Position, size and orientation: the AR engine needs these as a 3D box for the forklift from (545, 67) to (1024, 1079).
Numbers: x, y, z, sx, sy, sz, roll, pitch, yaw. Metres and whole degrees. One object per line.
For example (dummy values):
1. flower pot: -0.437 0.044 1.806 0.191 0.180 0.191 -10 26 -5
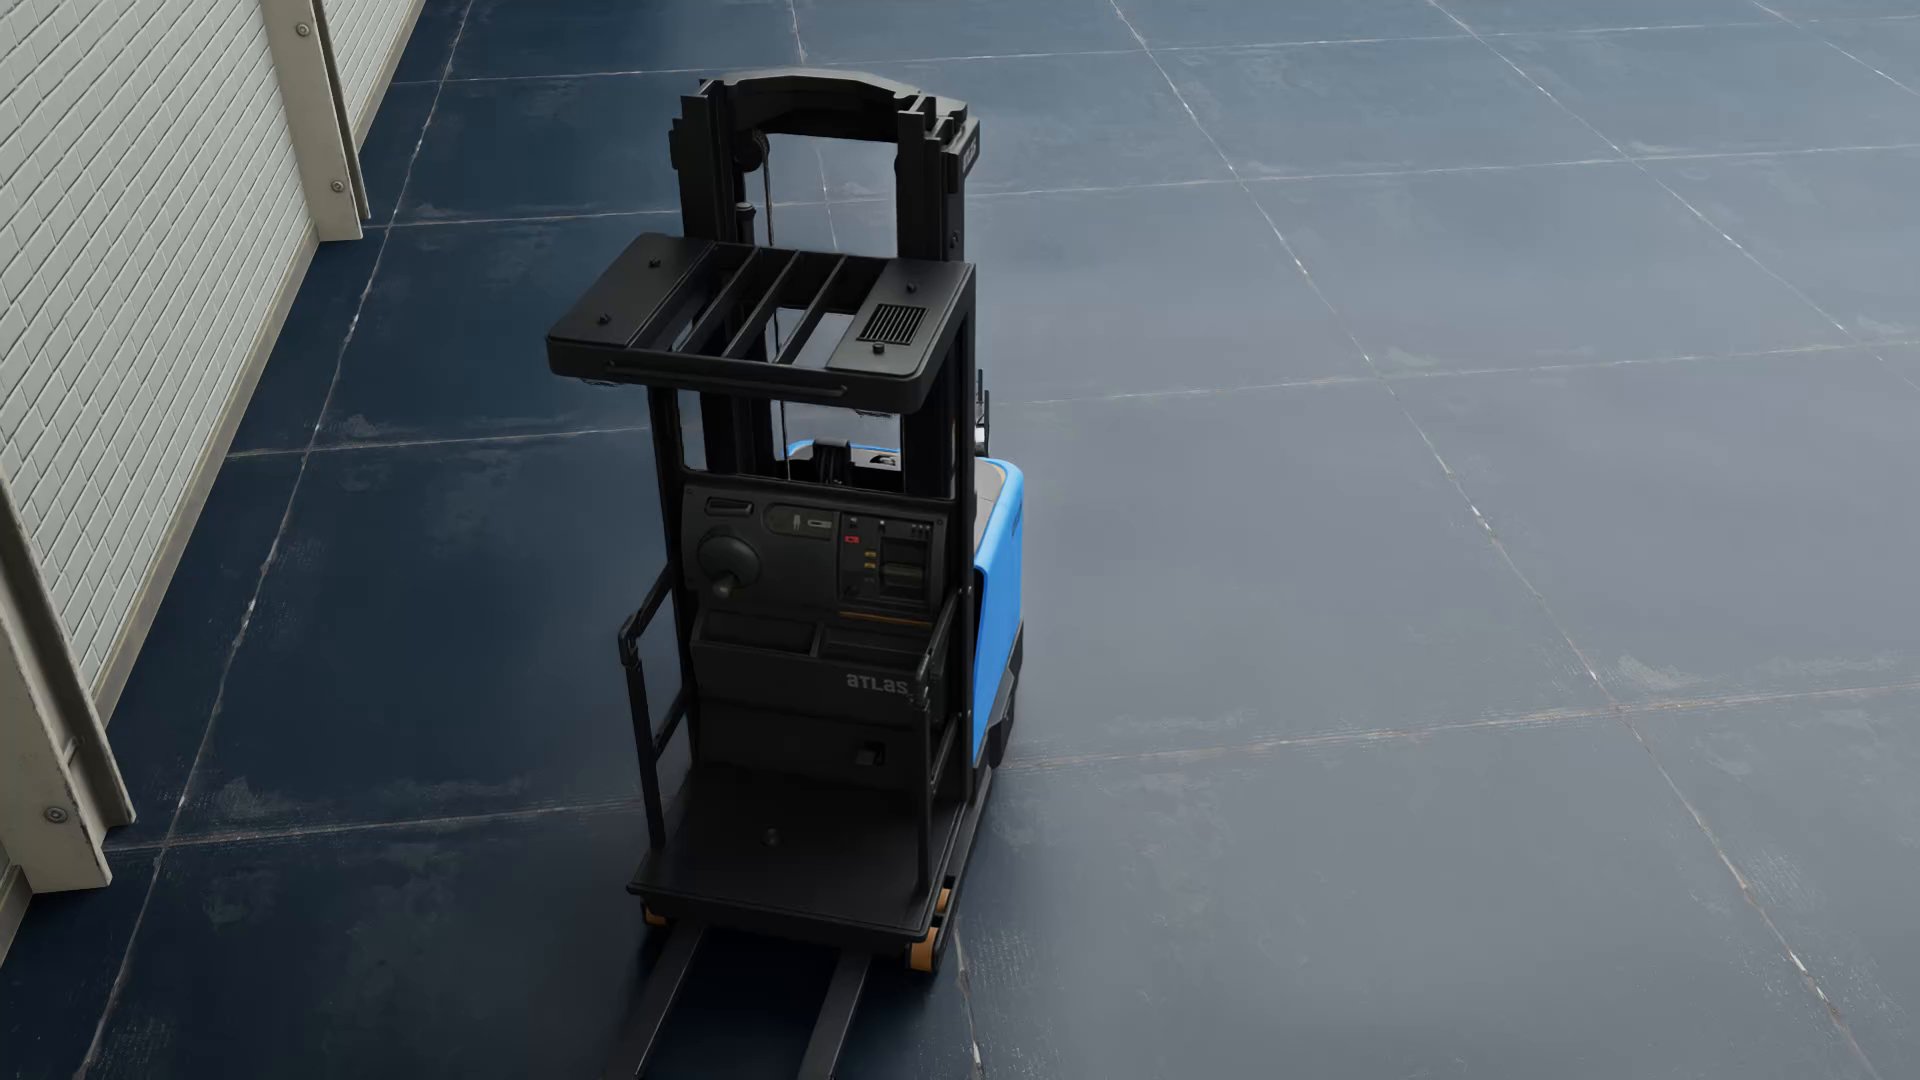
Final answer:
1. forklift: -0.547 0.103 5.496 1.130 2.935 3.031 7 35 10

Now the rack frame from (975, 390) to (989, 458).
1. rack frame: 0.015 -0.311 7.907 0.240 0.900 0.006 -4 35 -6

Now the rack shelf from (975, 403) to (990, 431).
1. rack shelf: 0.001 -0.563 7.857 0.258 0.077 0.200 -4 35 -6

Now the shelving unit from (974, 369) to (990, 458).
1. shelving unit: 0.001 -0.367 7.990 0.258 0.900 0.210 -4 35 -6

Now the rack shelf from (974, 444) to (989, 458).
1. rack shelf: 0.001 -0.414 7.958 0.258 0.077 0.200 -4 35 -6

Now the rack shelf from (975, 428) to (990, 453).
1. rack shelf: 0.001 -0.489 7.907 0.258 0.077 0.200 -4 35 -6

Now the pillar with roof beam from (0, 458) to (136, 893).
1. pillar with roof beam: 0.851 -2.828 4.409 9.100 9.000 0.400 -4 35 -6

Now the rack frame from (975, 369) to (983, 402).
1. rack frame: -0.013 -0.424 8.073 0.240 0.900 0.006 -4 35 -6

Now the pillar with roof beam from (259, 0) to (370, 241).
1. pillar with roof beam: 0.044 -6.176 9.322 9.100 9.000 0.400 -4 35 -6
